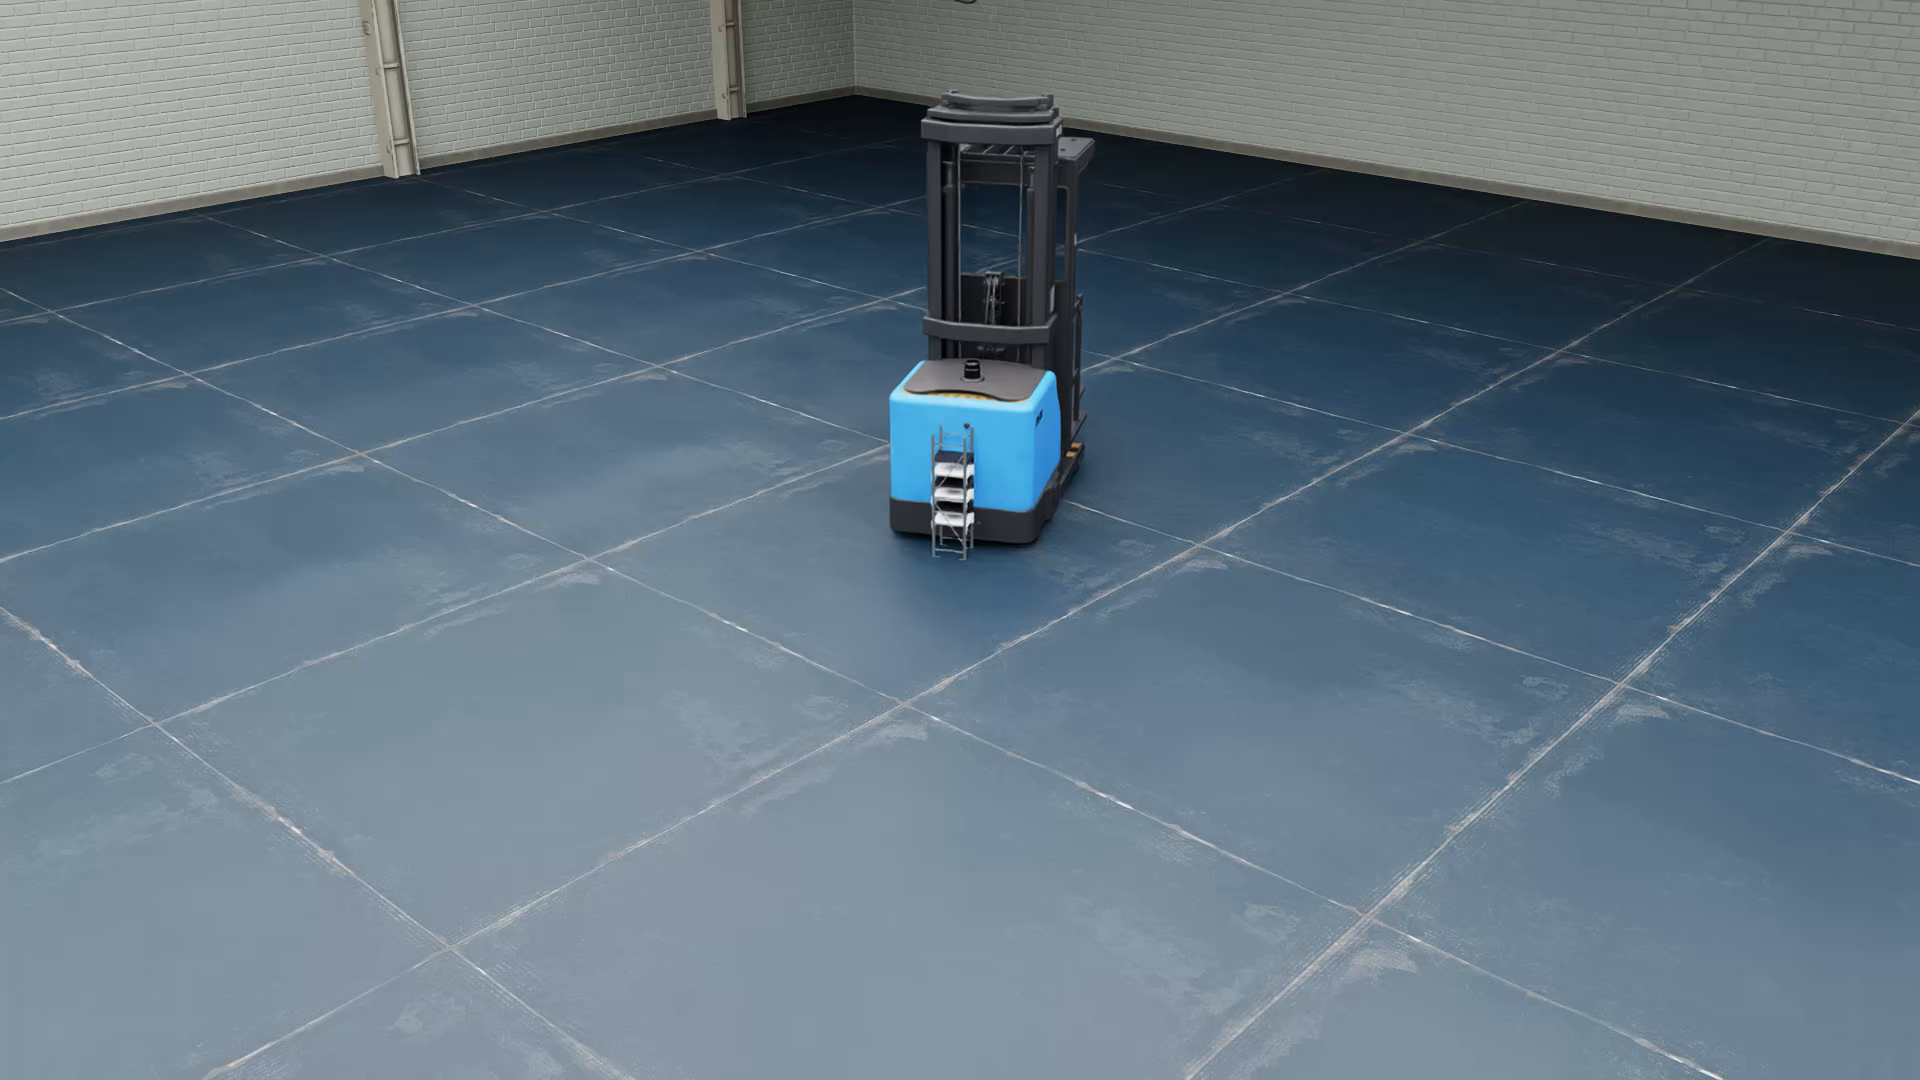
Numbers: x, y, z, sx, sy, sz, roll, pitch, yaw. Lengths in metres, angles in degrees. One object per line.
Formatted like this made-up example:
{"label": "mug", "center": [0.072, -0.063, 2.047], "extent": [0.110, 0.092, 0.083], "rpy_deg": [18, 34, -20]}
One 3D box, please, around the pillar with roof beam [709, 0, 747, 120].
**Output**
{"label": "pillar with roof beam", "center": [-0.518, -9.820, 22.653], "extent": [9.100, 9.000, 0.400], "rpy_deg": [20, 31, 38]}

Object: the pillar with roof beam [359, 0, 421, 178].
{"label": "pillar with roof beam", "center": [-4.523, -7.992, 18.576], "extent": [9.100, 9.000, 0.400], "rpy_deg": [20, 31, 38]}

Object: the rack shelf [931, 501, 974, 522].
{"label": "rack shelf", "center": [-0.050, -0.208, 11.415], "extent": [0.258, 0.077, 0.200], "rpy_deg": [6, 25, 13]}

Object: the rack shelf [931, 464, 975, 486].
{"label": "rack shelf", "center": [-0.050, -0.454, 11.305], "extent": [0.258, 0.077, 0.200], "rpy_deg": [6, 25, 13]}

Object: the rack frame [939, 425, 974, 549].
{"label": "rack frame", "center": [-0.025, -0.361, 11.454], "extent": [0.240, 0.900, 0.006], "rpy_deg": [6, 25, 13]}

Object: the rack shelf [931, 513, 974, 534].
{"label": "rack shelf", "center": [-0.050, -0.126, 11.452], "extent": [0.258, 0.077, 0.200], "rpy_deg": [6, 25, 13]}

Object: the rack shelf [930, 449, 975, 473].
{"label": "rack shelf", "center": [-0.050, -0.536, 11.268], "extent": [0.258, 0.077, 0.200], "rpy_deg": [6, 25, 13]}

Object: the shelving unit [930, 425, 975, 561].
{"label": "shelving unit", "center": [-0.050, -0.320, 11.365], "extent": [0.258, 0.900, 0.210], "rpy_deg": [6, 25, 13]}

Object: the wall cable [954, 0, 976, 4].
{"label": "wall cable", "center": [-0.773, -10.115, 27.107], "extent": [3.097, 2.526, 0.112], "rpy_deg": [20, 31, 38]}

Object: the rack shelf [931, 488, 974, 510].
{"label": "rack shelf", "center": [-0.050, -0.290, 11.378], "extent": [0.258, 0.077, 0.200], "rpy_deg": [6, 25, 13]}

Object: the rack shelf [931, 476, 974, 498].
{"label": "rack shelf", "center": [-0.050, -0.372, 11.341], "extent": [0.258, 0.077, 0.200], "rpy_deg": [6, 25, 13]}

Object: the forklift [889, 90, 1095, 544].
{"label": "forklift", "center": [0.360, -1.890, 12.382], "extent": [1.130, 2.935, 3.031], "rpy_deg": [6, 25, 13]}

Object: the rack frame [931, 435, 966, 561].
{"label": "rack frame", "center": [-0.075, -0.280, 11.275], "extent": [0.240, 0.900, 0.006], "rpy_deg": [6, 25, 13]}
